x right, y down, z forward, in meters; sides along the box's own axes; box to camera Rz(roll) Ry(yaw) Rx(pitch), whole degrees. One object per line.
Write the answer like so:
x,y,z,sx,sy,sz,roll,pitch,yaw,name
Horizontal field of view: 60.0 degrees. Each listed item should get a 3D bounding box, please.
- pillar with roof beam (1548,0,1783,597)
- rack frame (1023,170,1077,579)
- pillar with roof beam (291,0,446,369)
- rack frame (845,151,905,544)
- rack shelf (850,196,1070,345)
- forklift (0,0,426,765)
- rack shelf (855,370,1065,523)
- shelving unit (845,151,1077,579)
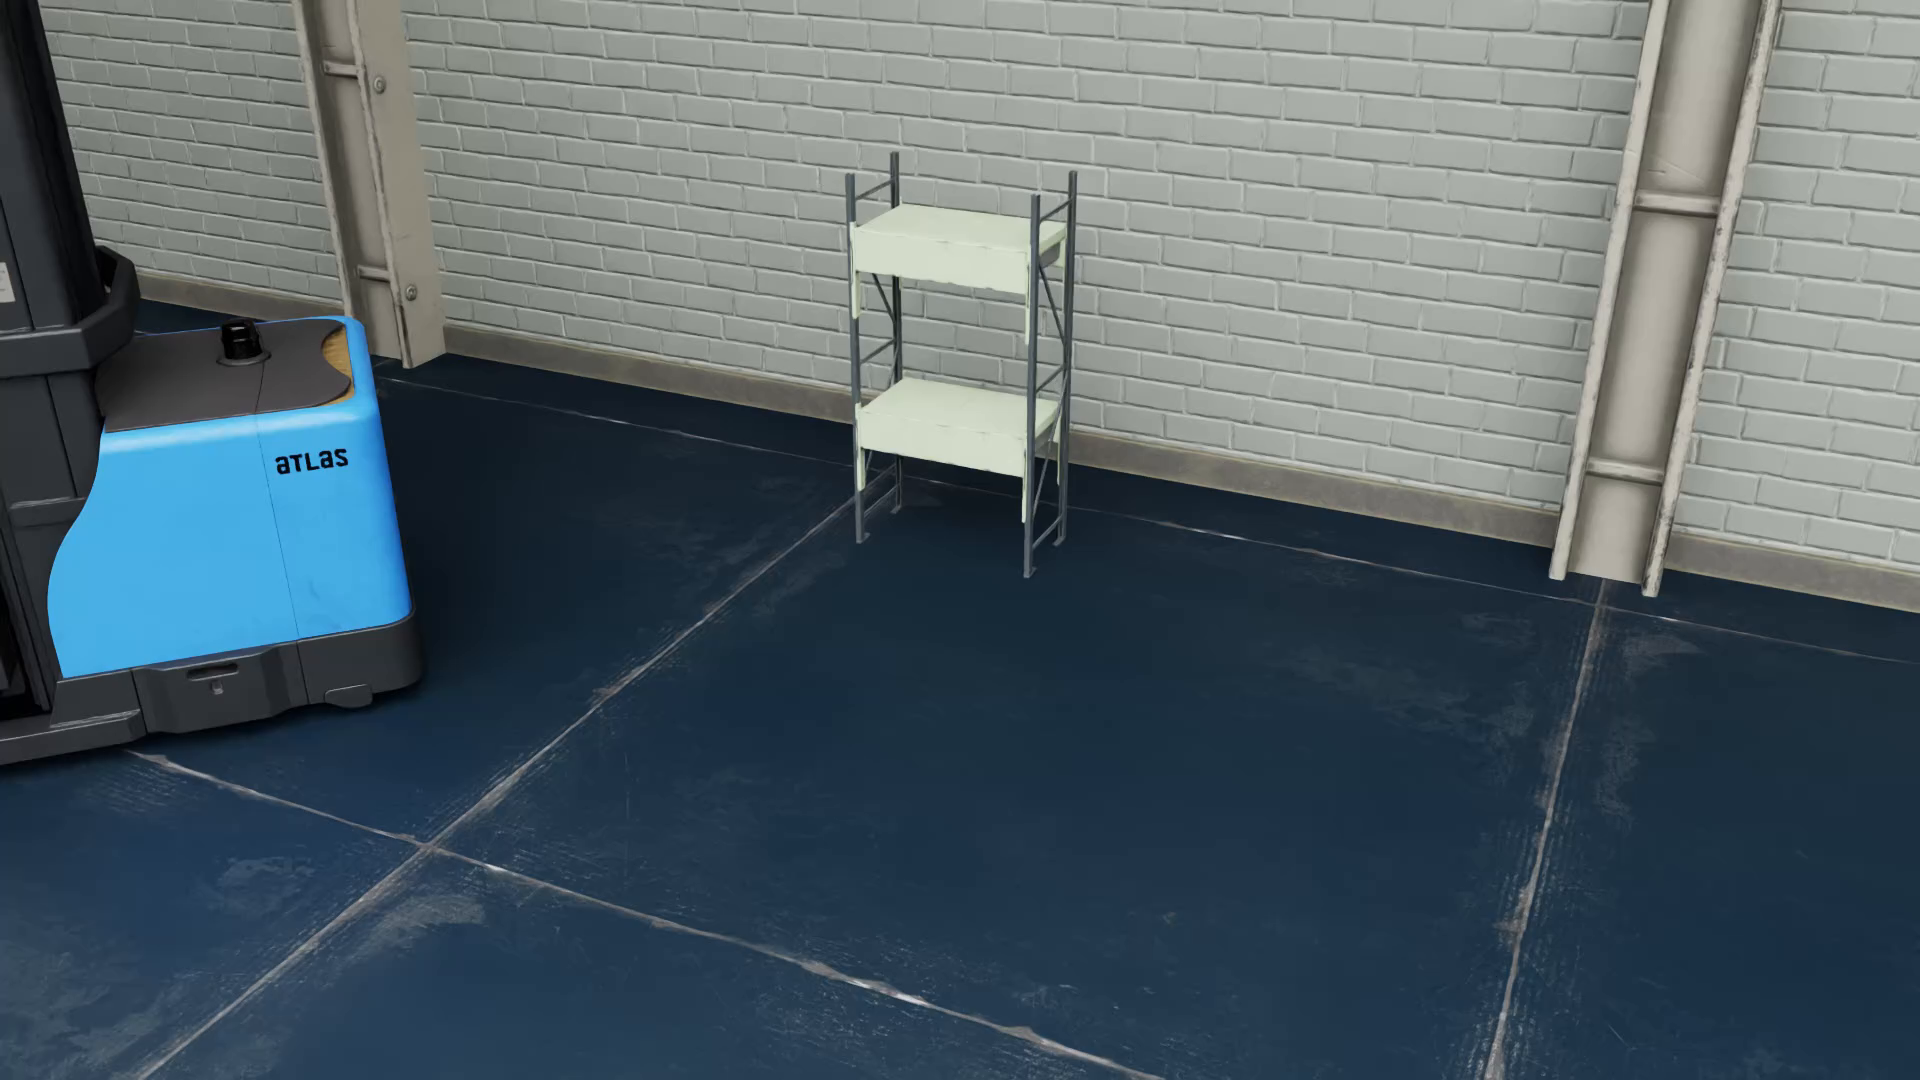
0.745,-2.186,1.001,0.400,9.000,9.100,11,28,22,pillar with roof beam
0.339,-0.605,6.280,0.023,1.500,0.400,11,28,22,rack frame
-4.717,-3.283,3.230,0.400,9.000,9.100,11,28,22,pillar with roof beam
-0.327,-0.739,6.552,0.023,1.500,0.400,11,28,22,rack frame
0.006,-1.022,6.244,0.720,0.370,0.431,11,28,22,rack shelf
-3.393,-0.745,4.944,3.031,2.935,1.130,-10,28,-19,forklift
0.006,-0.379,6.560,0.720,0.370,0.431,11,28,22,rack shelf
0.006,-0.672,6.416,0.755,1.500,0.431,11,28,22,shelving unit
